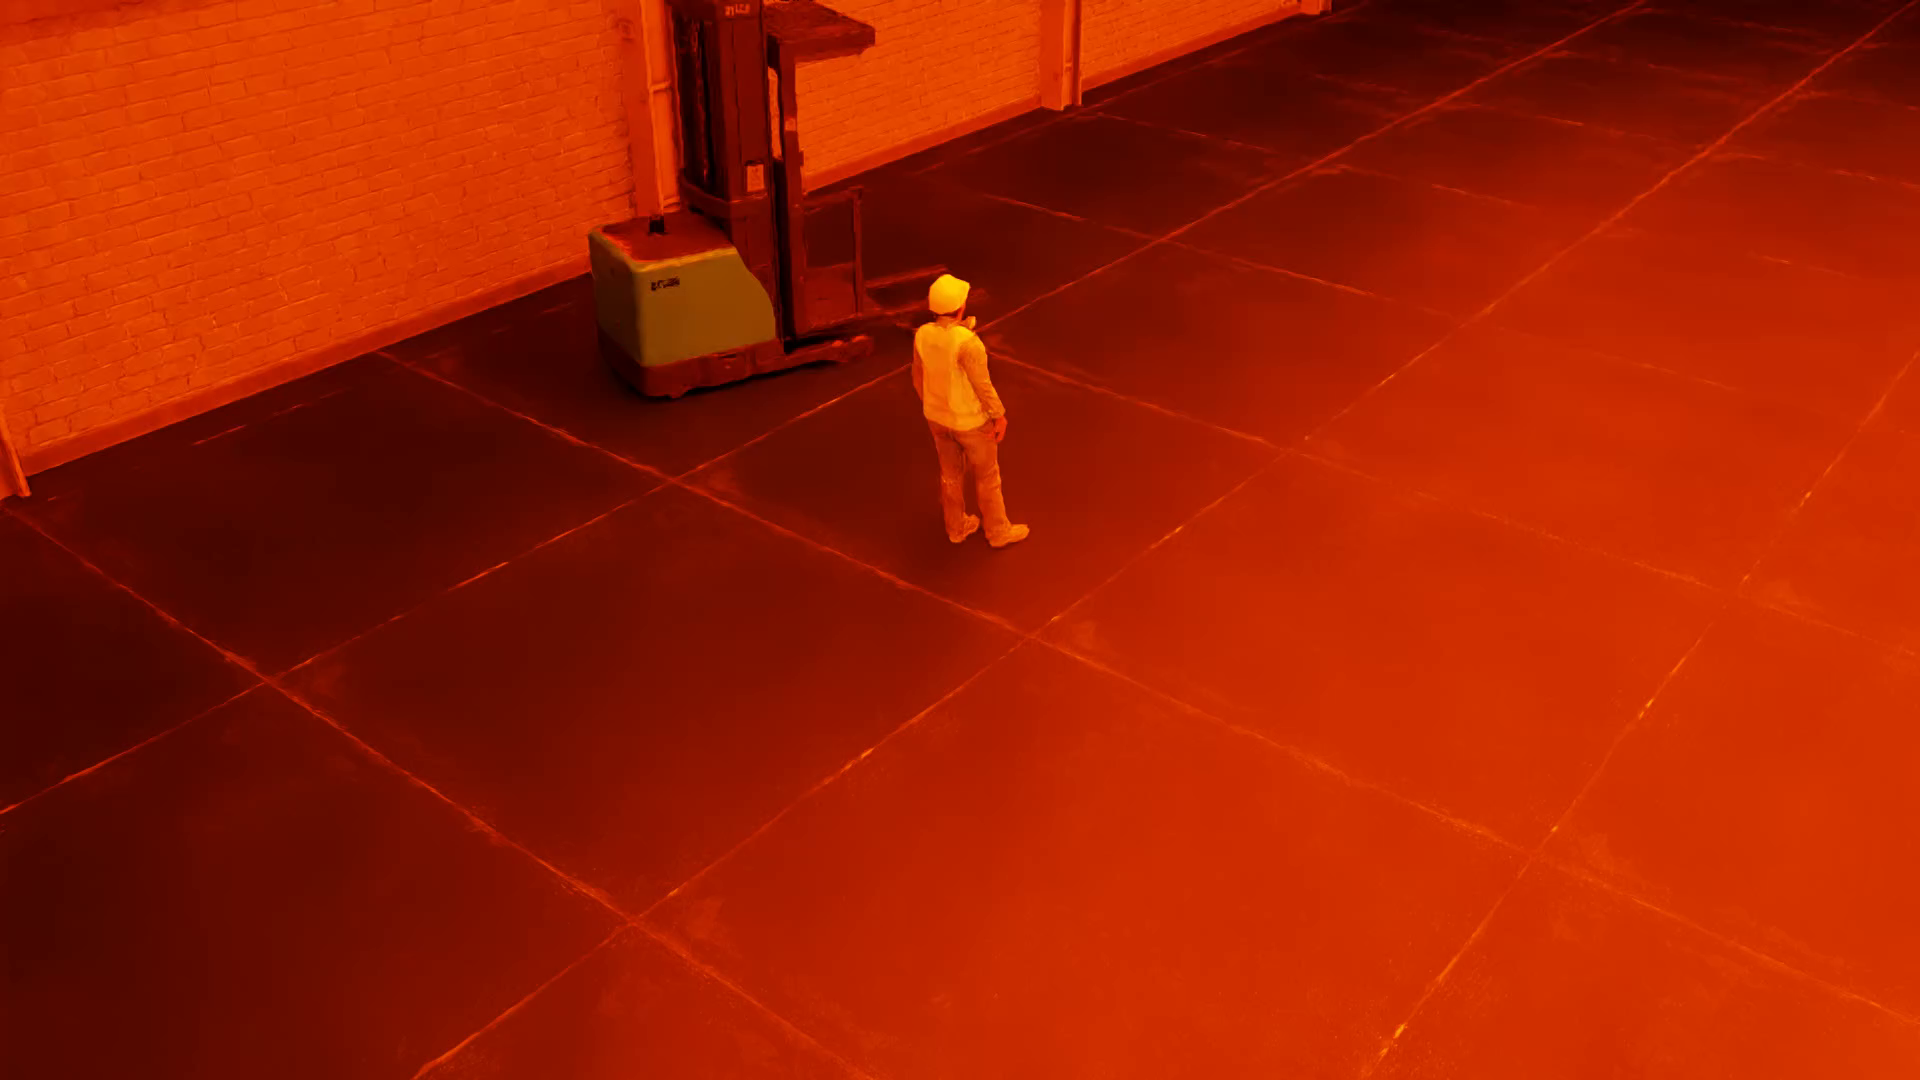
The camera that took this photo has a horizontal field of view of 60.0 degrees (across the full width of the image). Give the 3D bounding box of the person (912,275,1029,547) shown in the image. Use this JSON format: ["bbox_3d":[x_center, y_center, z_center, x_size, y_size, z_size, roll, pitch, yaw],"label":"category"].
[{"bbox_3d":[0.046,-0.794,10.086,0.632,1.773,0.567,22,37,33],"label":"person"}]

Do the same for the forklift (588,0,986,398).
[{"bbox_3d":[-1.255,-2.849,12.471,3.031,2.935,1.130,-17,34,-26],"label":"forklift"}]
